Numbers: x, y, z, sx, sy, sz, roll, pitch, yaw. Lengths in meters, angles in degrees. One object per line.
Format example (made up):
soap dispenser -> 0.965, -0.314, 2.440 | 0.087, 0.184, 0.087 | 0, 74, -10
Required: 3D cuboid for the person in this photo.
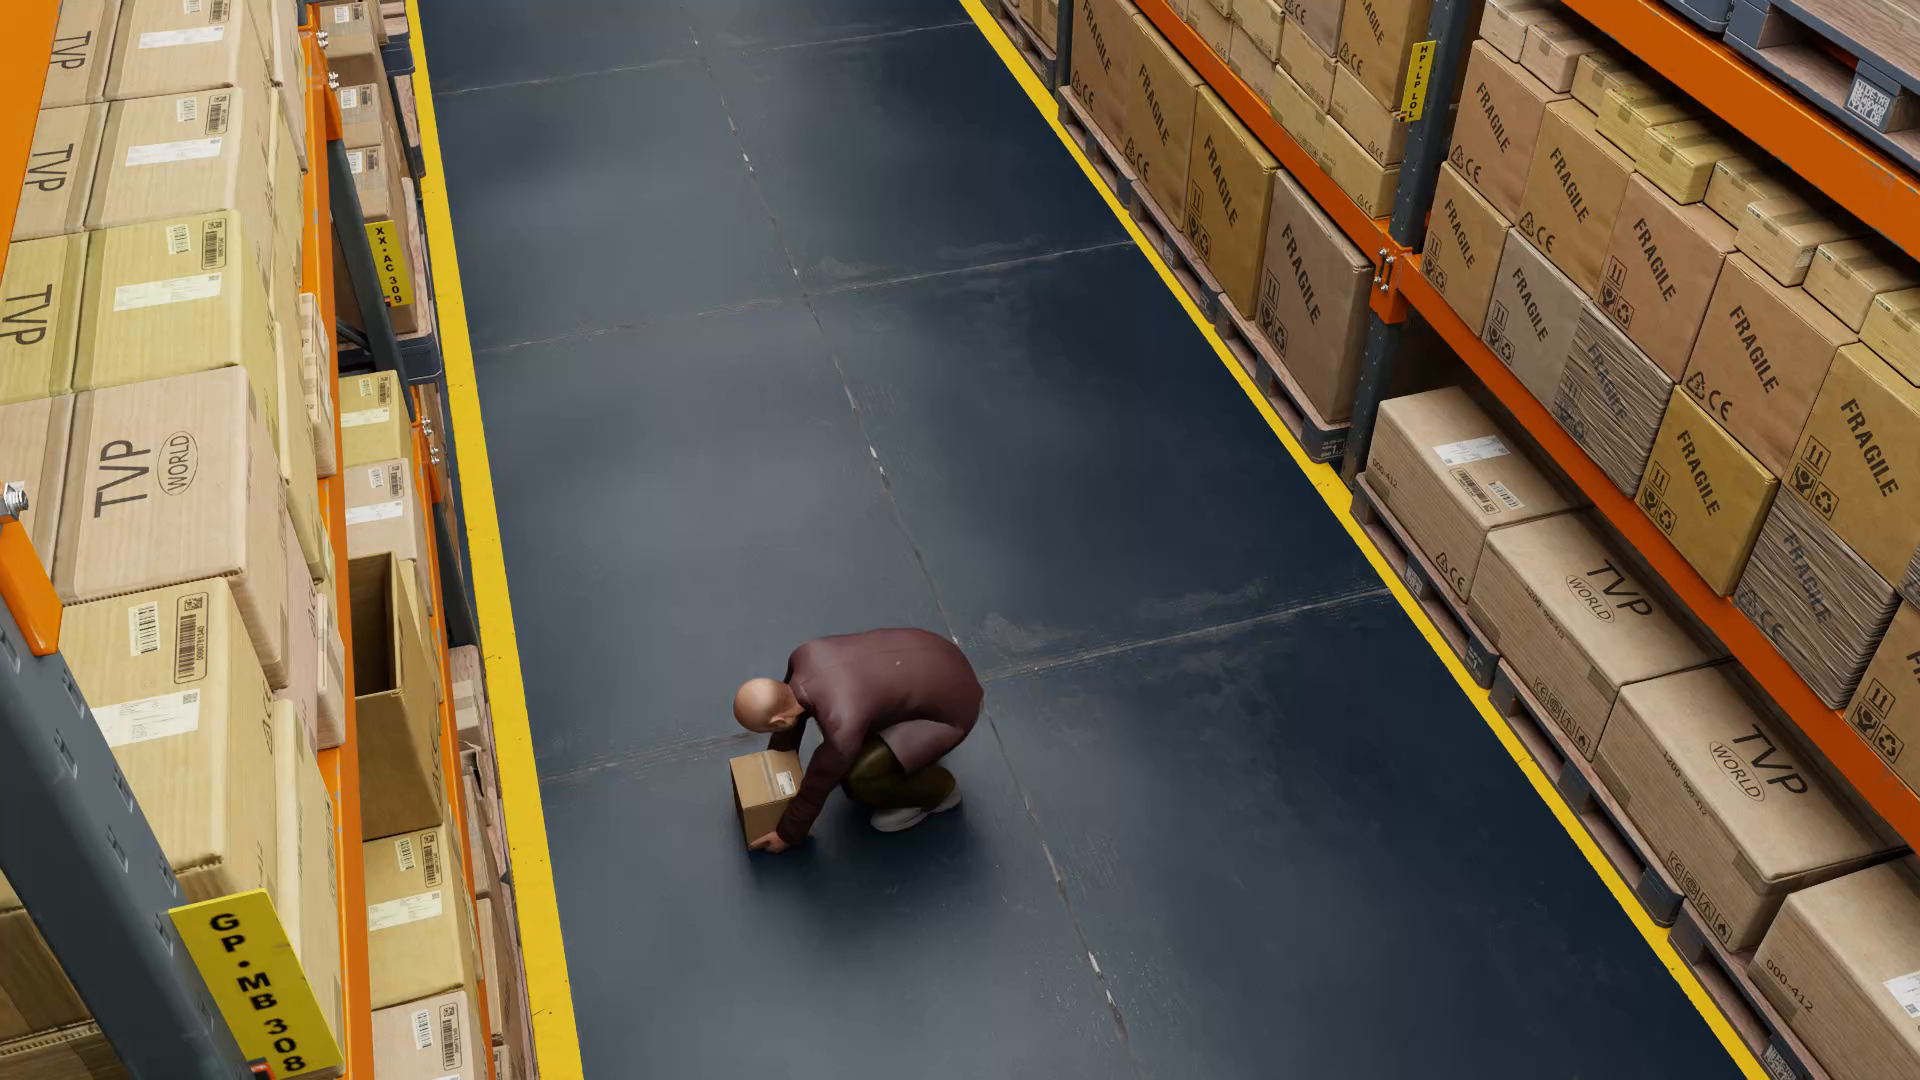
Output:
person -> -0.371, 0.707, 6.151 | 0.941, 0.822, 0.577 | -13, 43, -14
